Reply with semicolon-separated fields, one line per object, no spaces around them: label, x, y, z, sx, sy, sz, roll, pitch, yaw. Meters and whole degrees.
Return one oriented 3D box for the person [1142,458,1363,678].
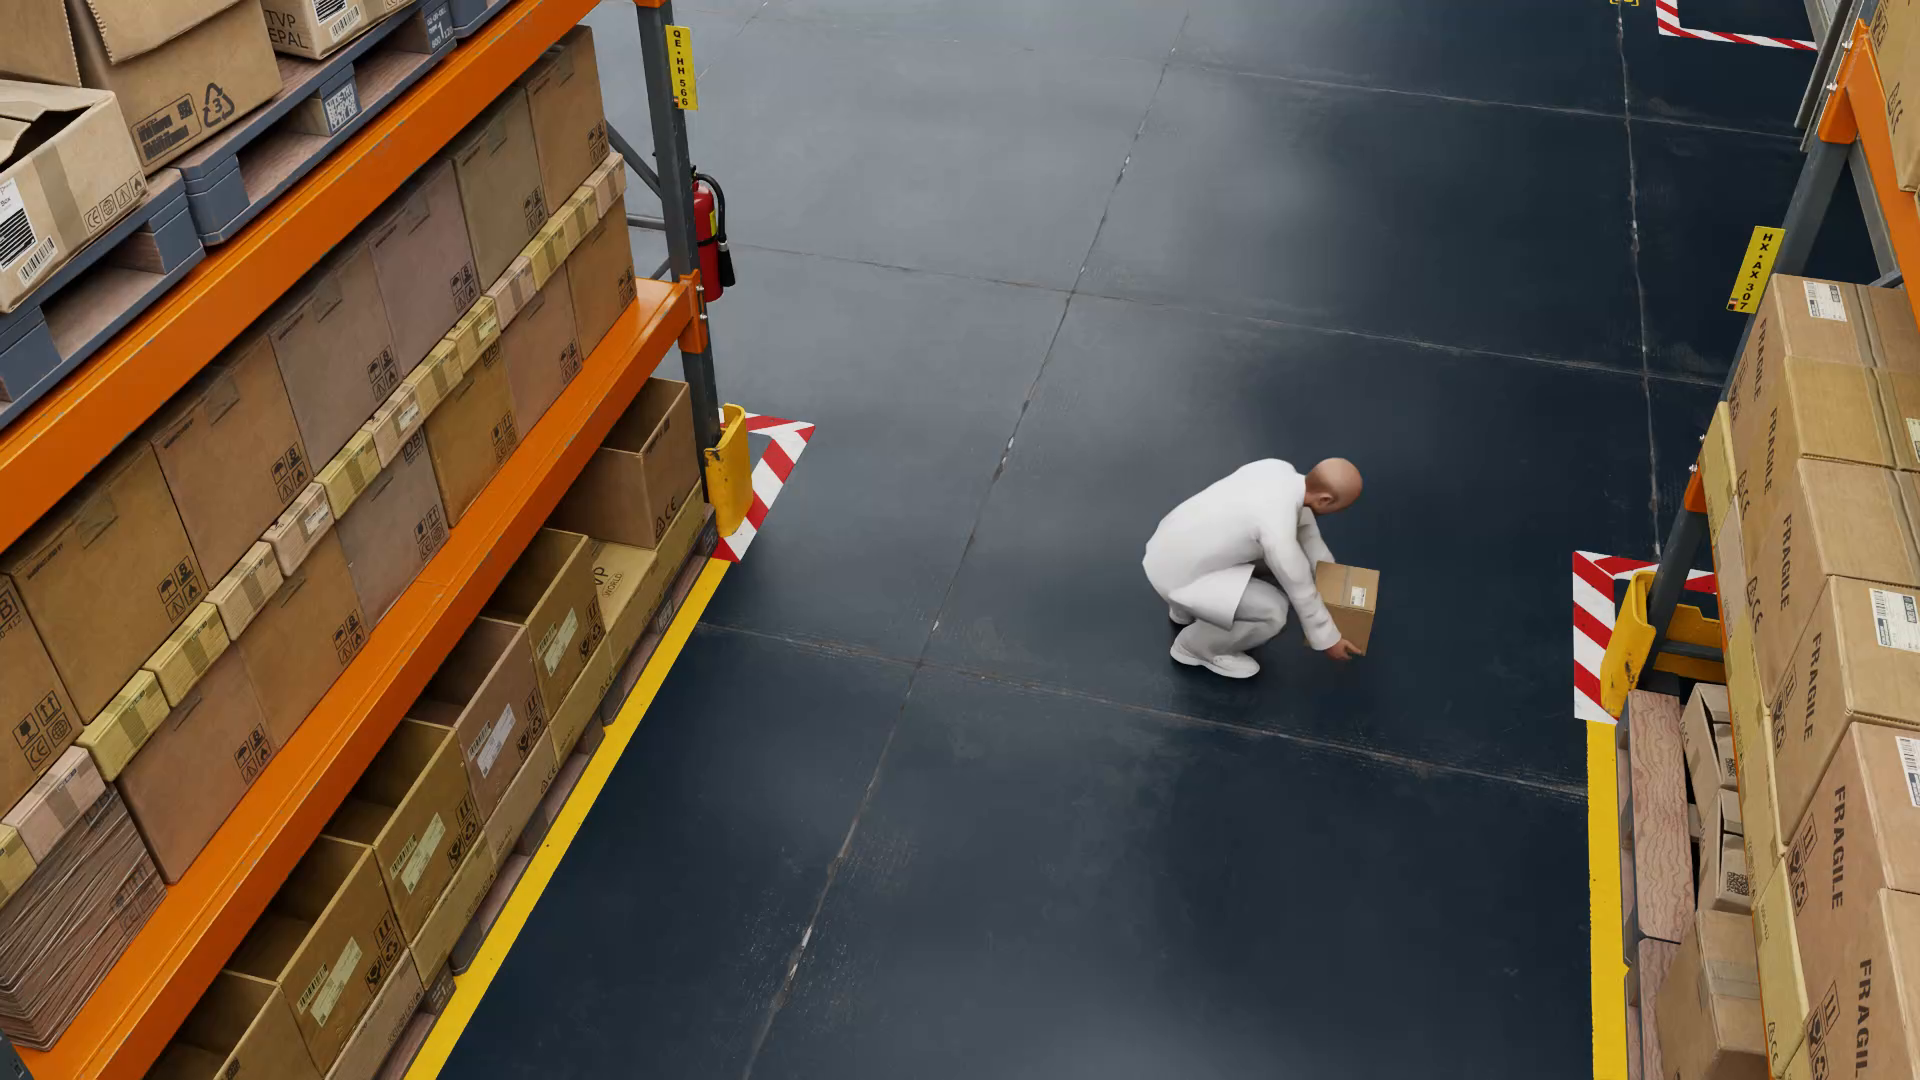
person;1.200;0.080;6.678;0.922;1.004;0.579;9;41;11
